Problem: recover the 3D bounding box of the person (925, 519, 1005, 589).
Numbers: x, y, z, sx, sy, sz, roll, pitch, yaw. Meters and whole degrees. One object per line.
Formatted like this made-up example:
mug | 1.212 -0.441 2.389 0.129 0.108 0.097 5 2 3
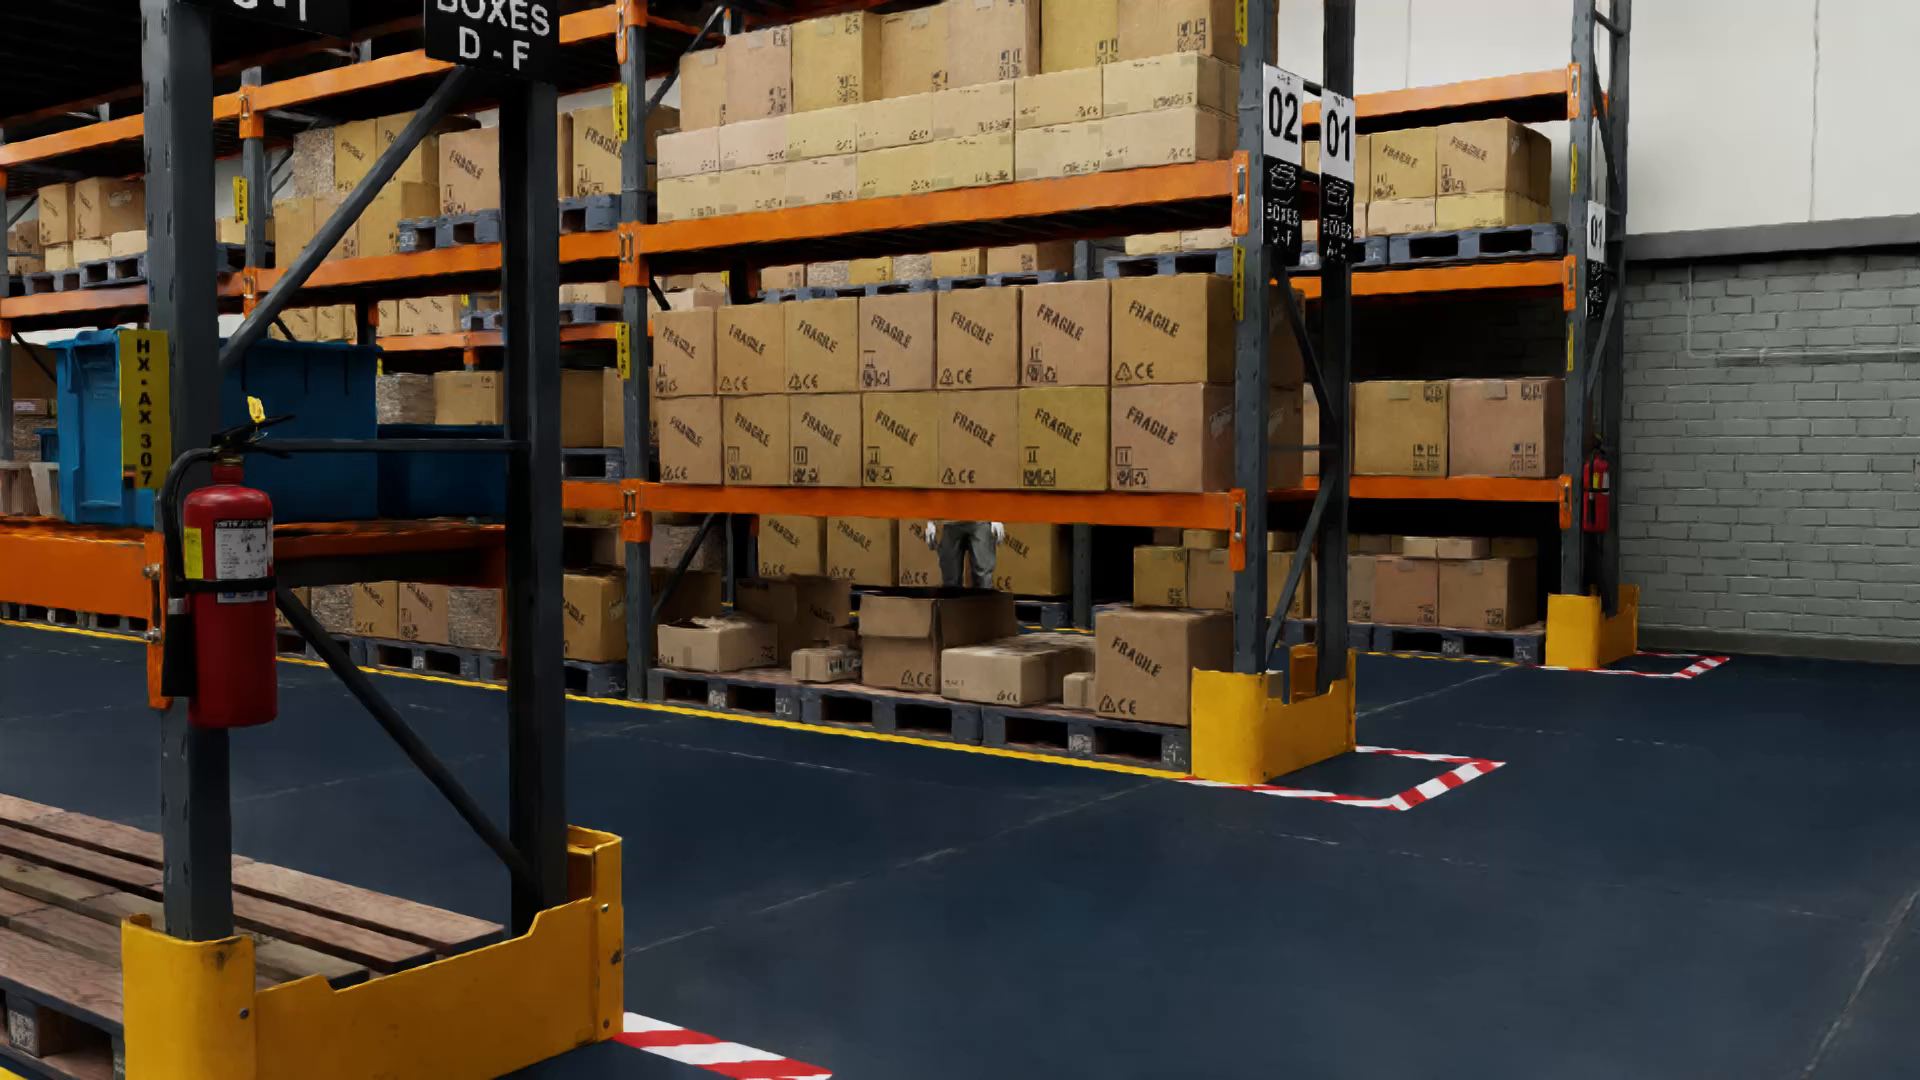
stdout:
person | 0.026 -0.098 12.333 0.620 1.794 0.465 1 3 13
